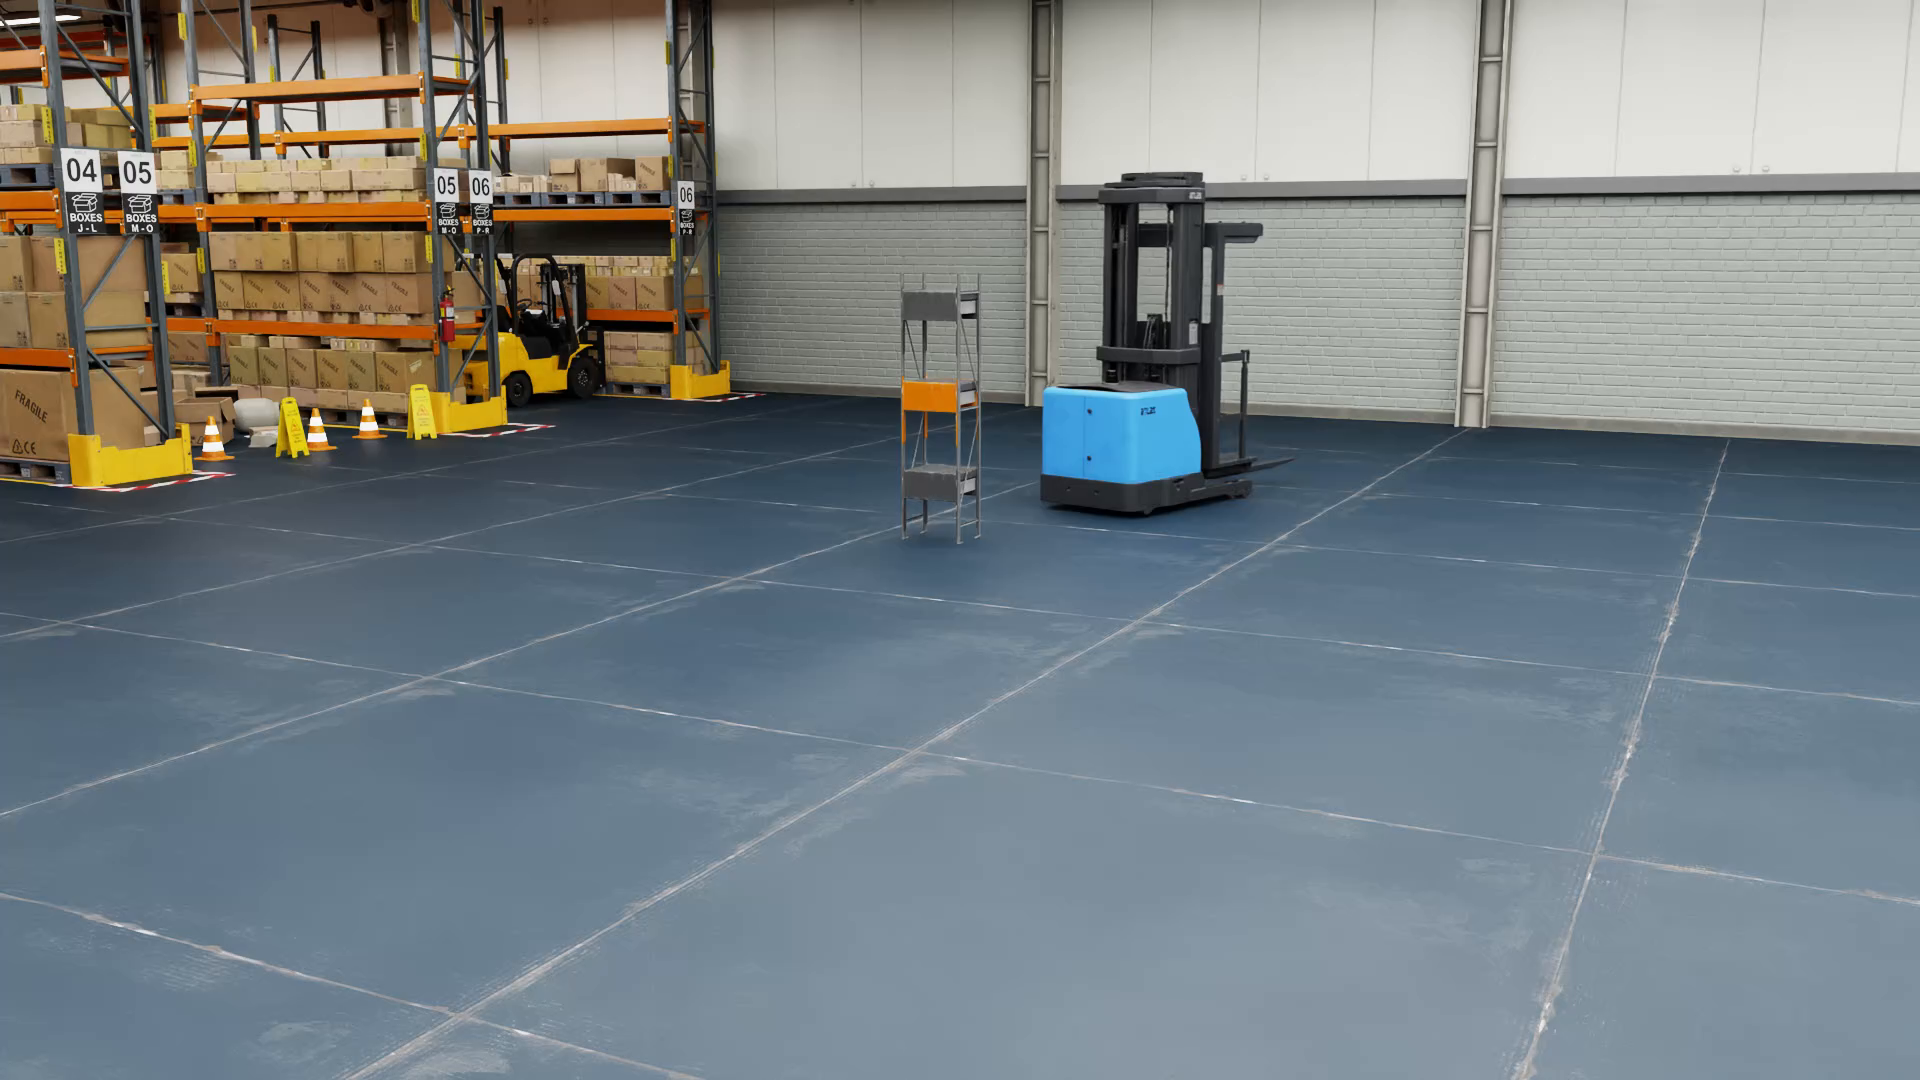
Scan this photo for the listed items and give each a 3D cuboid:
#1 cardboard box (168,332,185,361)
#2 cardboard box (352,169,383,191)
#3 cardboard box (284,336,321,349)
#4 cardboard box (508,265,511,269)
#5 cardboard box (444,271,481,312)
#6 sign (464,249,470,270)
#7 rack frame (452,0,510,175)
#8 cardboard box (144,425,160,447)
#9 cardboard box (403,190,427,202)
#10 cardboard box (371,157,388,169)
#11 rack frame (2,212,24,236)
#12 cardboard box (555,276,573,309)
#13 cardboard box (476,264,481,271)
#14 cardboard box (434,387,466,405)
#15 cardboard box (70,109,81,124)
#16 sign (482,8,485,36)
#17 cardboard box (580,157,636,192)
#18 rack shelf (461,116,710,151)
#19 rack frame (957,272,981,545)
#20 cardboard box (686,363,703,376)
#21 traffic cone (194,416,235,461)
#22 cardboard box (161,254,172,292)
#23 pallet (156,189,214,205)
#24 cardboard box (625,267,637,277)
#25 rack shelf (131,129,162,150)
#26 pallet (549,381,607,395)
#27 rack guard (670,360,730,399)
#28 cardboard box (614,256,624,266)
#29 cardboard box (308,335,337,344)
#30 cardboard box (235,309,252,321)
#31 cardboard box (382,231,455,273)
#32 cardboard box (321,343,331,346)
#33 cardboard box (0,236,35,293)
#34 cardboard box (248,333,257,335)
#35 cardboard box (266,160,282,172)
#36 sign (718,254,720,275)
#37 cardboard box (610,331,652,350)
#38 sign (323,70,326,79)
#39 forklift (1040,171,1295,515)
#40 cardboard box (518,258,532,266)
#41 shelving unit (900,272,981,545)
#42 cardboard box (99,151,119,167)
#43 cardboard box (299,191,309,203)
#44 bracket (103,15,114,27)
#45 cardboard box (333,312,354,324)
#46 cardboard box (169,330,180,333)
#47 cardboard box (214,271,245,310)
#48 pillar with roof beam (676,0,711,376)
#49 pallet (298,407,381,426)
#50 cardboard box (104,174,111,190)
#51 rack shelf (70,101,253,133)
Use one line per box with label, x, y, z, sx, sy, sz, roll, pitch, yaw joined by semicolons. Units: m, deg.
cardboard box;-13.924;-3.489;29.926;0.500;0.500;0.500;5;11;25
cardboard box;-7.194;-4.476;20.703;0.500;0.250;0.500;5;11;25
cardboard box;-8.559;-2.575;21.652;0.250;0.149;0.380;6;12;29
cardboard box;-6.917;-4.262;26.252;0.250;0.149;0.380;5;11;26
cardboard box;-6.473;-3.166;21.182;0.500;0.500;0.500;5;11;25
sign;-7.797;-4.440;26.311;0.005;0.325;0.100;5;11;26
rack frame;-7.565;-6.949;26.356;0.127;3.000;1.000;5;11;26
cardboard box;-9.502;-1.218;19.216;0.258;0.266;0.396;7;13;36
cardboard box;-6.615;-4.224;20.430;0.250;0.149;0.380;5;11;26
cardboard box;-7.056;-4.656;20.578;0.250;0.149;0.380;5;11;25
rack frame;-13.345;-3.519;24.250;0.127;3.000;1.000;5;11;26
cardboard box;-5.912;-3.848;25.788;0.500;0.500;0.500;5;11;26
cardboard box;-7.786;-4.427;27.165;0.250;0.149;0.380;5;11;25
cardboard box;-6.772;-1.850;21.569;0.500;0.250;0.500;5;11;25
cardboard box;-8.654;-4.187;16.528;0.250;0.149;0.380;5;11;26
sign;-5.931;-6.426;20.621;0.005;0.325;0.100;5;11;26
cardboard box;-5.357;-5.555;25.338;0.500;0.500;0.700;5;11;26
rack shelf;-5.772;-6.240;25.584;4.000;0.370;1.077;5;11;26
rack frame;0.070;-1.027;13.009;0.015;2.100;0.400;5;11;26
cardboard box;-4.332;-2.605;25.742;0.500;0.250;0.500;5;11;26
traffic cone;-8.119;-1.110;18.065;0.334;0.463;0.336;5;11;26
cardboard box;-10.719;-3.644;22.649;0.500;0.500;0.500;5;11;26
pallet;-10.265;-4.653;22.620;1.003;0.211;1.213;5;11;26
cardboard box;-4.861;-4.078;25.237;0.250;0.149;0.380;5;12;27
rack shelf;-16.533;-7.381;30.774;4.000;0.370;1.077;5;11;26
pallet;-5.773;-2.459;26.225;1.213;0.211;1.003;5;11;26
rack guard;-3.957;-2.449;25.360;0.348;0.500;1.175;5;11;26
cardboard box;-5.065;-4.253;25.369;0.250;0.149;0.380;5;11;26
cardboard box;-10.599;-3.299;28.522;0.625;0.625;0.875;5;12;28
cardboard box;-9.368;-2.992;22.046;0.250;0.149;0.380;5;12;27
cardboard box;-6.726;-3.581;20.672;0.500;0.500;0.700;5;11;24
cardboard box;-8.652;-2.383;22.408;0.500;0.500;0.500;5;12;27
cardboard box;-9.120;-2.759;16.599;0.550;0.550;0.875;5;11;26
cardboard box;-12.183;-3.650;28.995;0.250;0.149;0.380;5;11;24
cardboard box;-8.673;-4.797;21.355;0.250;0.149;0.380;5;11;24
sign;-3.727;-4.234;25.551;0.005;0.325;0.100;5;11;26
cardboard box;-4.990;-3.053;25.409;0.500;0.250;0.500;5;12;27
sign;-10.910;-7.890;28.491;0.005;0.325;0.100;5;11;26
forklift;2.063;-1.866;15.308;1.130;2.935;3.031;9;14;41
cardboard box;-6.718;-4.377;26.056;0.250;0.149;0.380;5;12;27
shelving unit;-0.148;-1.046;13.115;0.503;2.100;0.431;5;11;26
cardboard box;-8.436;-3.776;16.495;0.250;0.149;0.380;5;11;26
cardboard box;-8.202;-4.370;21.238;0.250;0.149;0.380;5;11;26
bracket;-15.495;-9.525;30.484;0.430;0.232;0.235;5;11;26
cardboard box;-7.779;-2.850;21.258;0.250;0.149;0.380;5;11;25
cardboard box;-14.018;-3.824;29.955;0.250;0.149;0.380;4;11;23
cardboard box;-9.487;-3.320;22.035;0.500;0.500;0.500;5;11;26
pillar with roof beam;-6.109;-6.145;21.914;0.400;9.000;9.100;5;11;26
pallet;-8.042;-1.688;21.965;1.213;0.211;1.003;5;11;26
cardboard box;-11.965;-4.930;23.334;0.637;0.503;0.797;5;11;26
rack shelf;-11.552;-5.762;22.944;4.000;0.370;1.077;5;11;26
